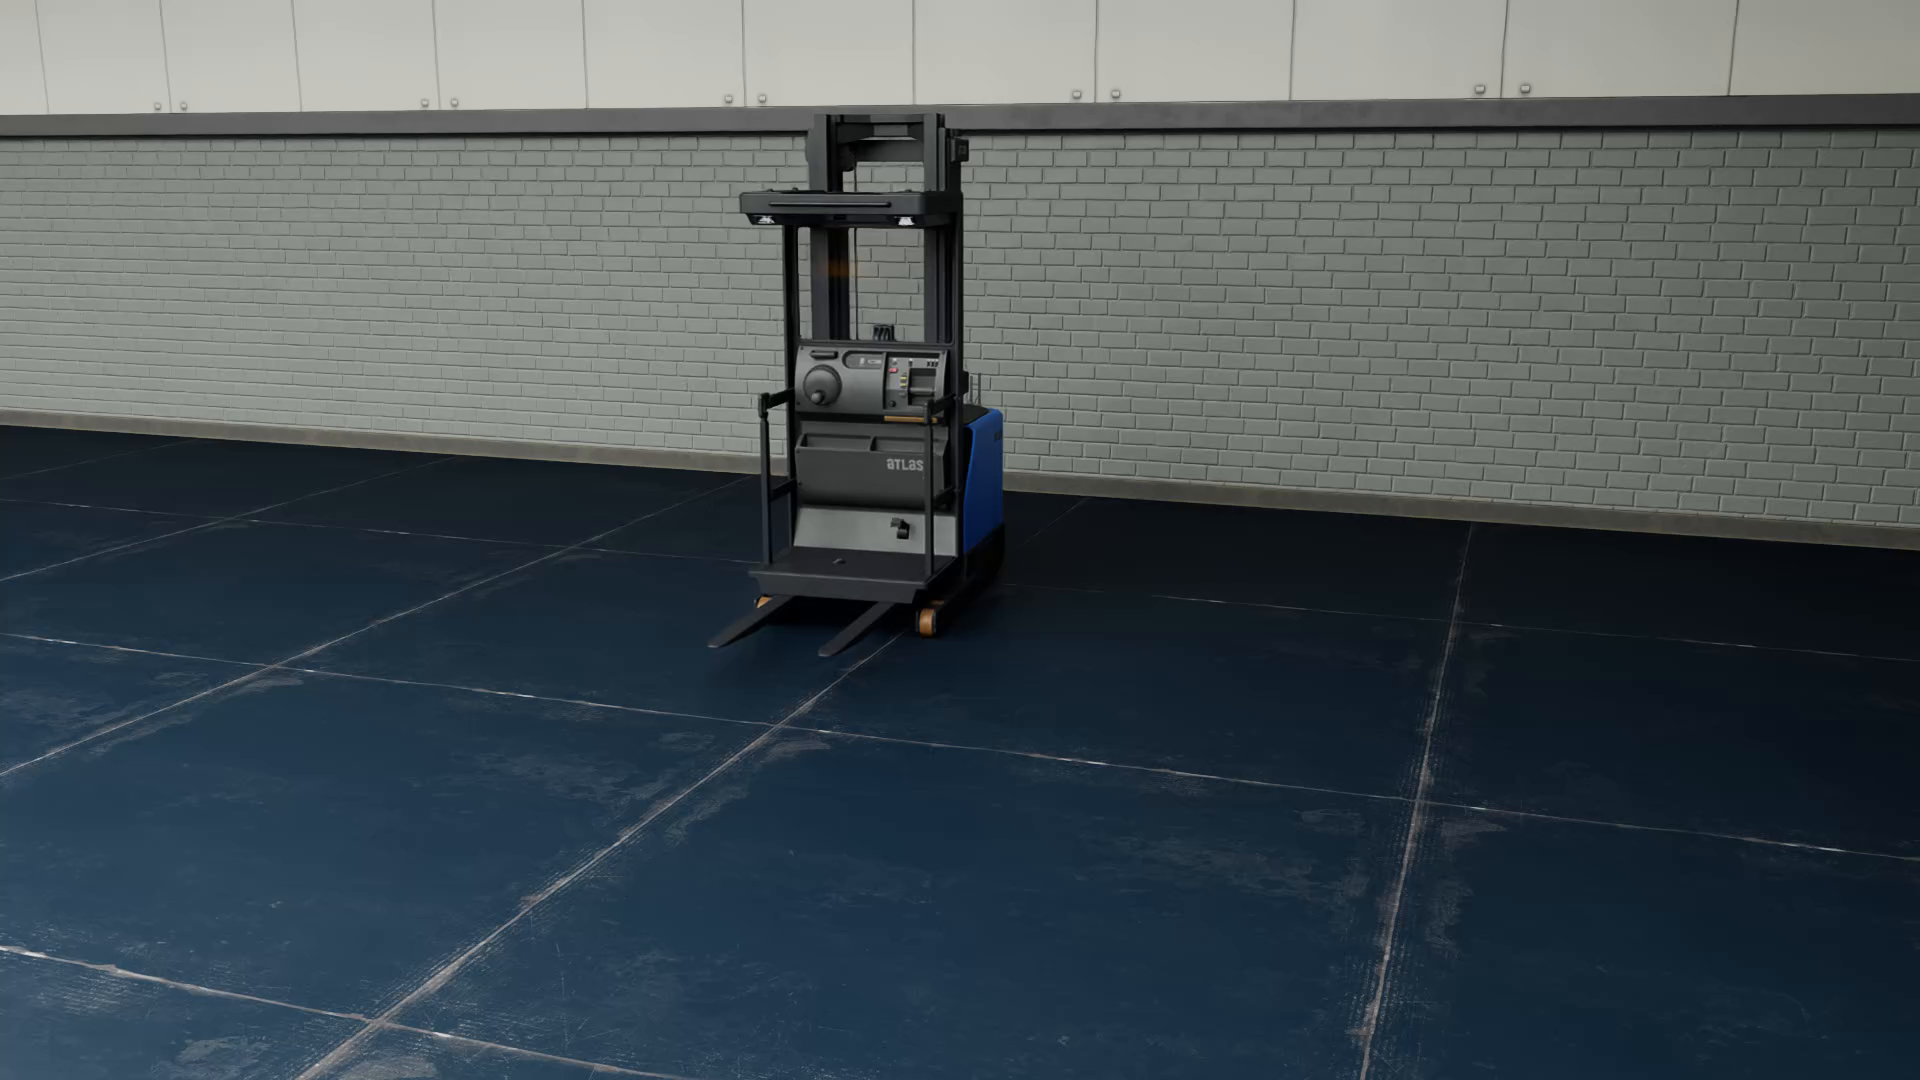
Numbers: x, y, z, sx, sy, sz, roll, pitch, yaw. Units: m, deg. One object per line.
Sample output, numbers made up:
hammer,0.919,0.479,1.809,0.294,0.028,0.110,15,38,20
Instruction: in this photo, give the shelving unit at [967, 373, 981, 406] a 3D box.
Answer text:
shelving unit,0.005,-0.588,11.868,0.258,1.200,0.189,4,14,18

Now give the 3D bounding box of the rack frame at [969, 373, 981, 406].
rack frame,0.034,-0.607,11.952,0.240,1.200,0.006,4,14,18

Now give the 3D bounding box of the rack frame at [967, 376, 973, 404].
rack frame,-0.025,-0.569,11.783,0.240,1.200,0.006,4,14,18

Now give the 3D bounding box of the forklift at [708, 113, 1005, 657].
forklift,-0.582,-0.969,9.647,1.130,2.935,3.031,3,13,15
